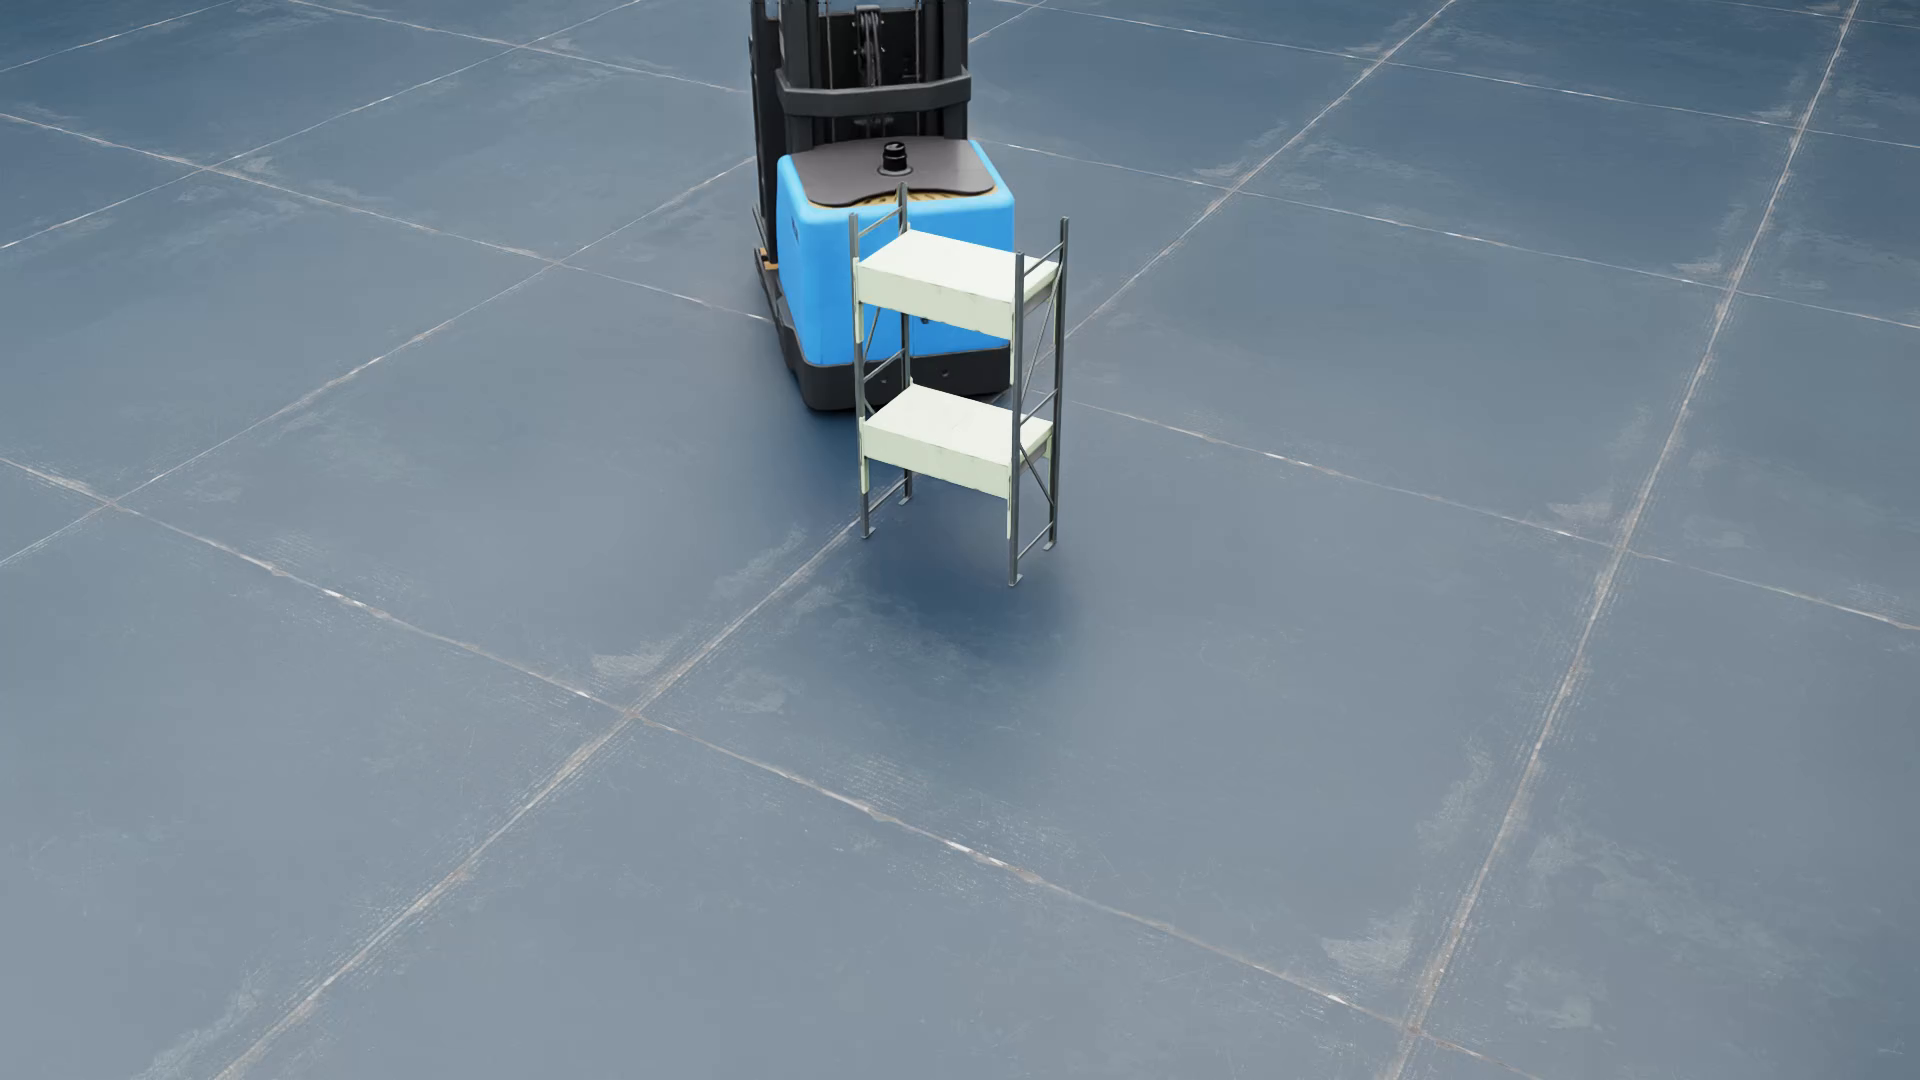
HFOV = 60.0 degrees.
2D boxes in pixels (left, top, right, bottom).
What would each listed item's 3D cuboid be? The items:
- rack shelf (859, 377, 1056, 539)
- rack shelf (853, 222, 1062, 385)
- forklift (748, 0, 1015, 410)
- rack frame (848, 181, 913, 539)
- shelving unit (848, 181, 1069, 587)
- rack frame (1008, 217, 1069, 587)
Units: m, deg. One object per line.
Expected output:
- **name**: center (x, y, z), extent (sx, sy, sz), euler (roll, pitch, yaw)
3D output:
- **rack shelf**: center (-0.006, -0.355, 7.018), extent (0.720, 0.370, 0.431), euler (18, 37, 24)
- **rack shelf**: center (-0.006, -0.951, 6.621), extent (0.720, 0.370, 0.431), euler (18, 37, 24)
- **forklift**: center (-0.556, -2.659, 8.599), extent (1.130, 2.935, 3.031), euler (-7, 34, -11)
- **rack frame**: center (-0.324, -0.727, 6.988), extent (0.023, 1.500, 0.400), euler (18, 37, 24)
- **shelving unit**: center (-0.006, -0.626, 6.837), extent (0.755, 1.500, 0.431), euler (18, 37, 24)
- **rack frame**: center (0.312, -0.525, 6.686), extent (0.023, 1.500, 0.400), euler (18, 37, 24)
